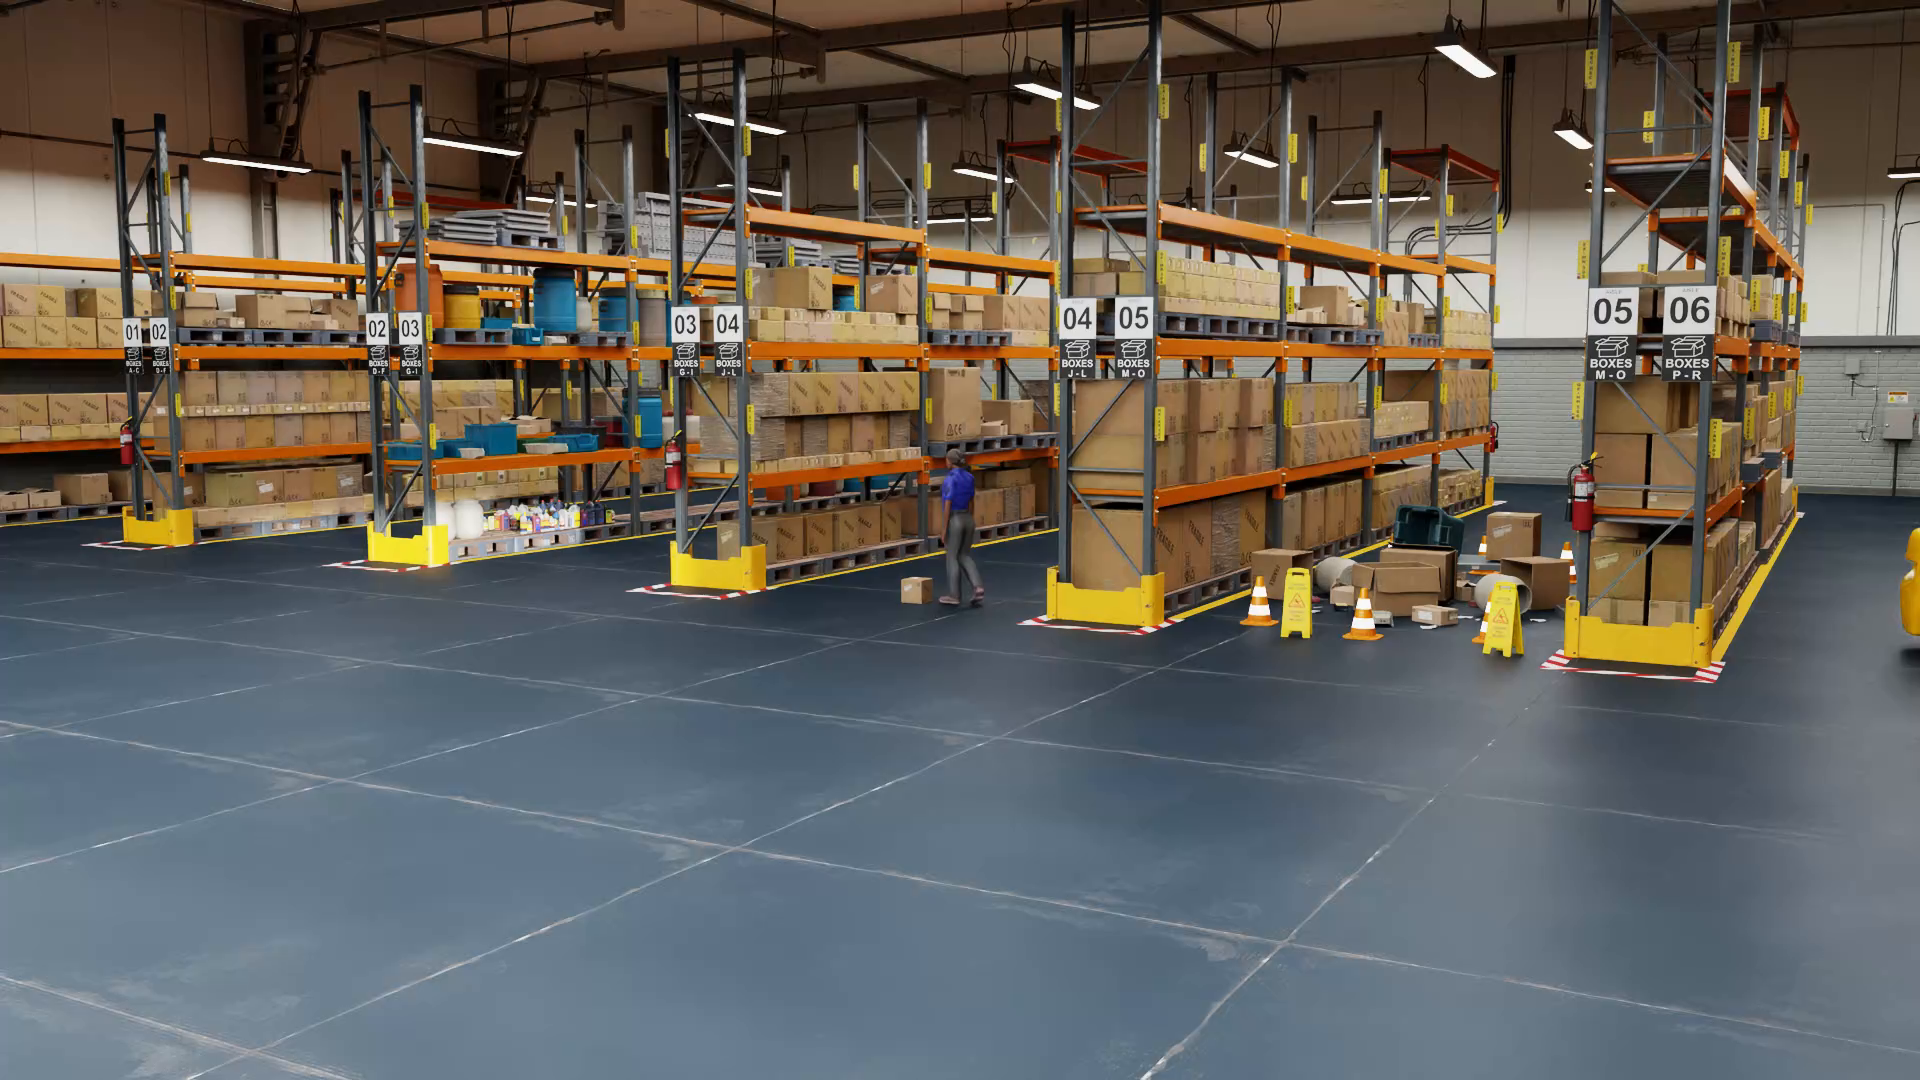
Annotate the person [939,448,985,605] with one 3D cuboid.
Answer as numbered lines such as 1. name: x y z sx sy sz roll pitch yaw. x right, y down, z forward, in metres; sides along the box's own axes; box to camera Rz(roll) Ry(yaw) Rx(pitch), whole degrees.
1. person: -0.015 -0.136 17.619 0.481 1.678 0.500 5 8 40
